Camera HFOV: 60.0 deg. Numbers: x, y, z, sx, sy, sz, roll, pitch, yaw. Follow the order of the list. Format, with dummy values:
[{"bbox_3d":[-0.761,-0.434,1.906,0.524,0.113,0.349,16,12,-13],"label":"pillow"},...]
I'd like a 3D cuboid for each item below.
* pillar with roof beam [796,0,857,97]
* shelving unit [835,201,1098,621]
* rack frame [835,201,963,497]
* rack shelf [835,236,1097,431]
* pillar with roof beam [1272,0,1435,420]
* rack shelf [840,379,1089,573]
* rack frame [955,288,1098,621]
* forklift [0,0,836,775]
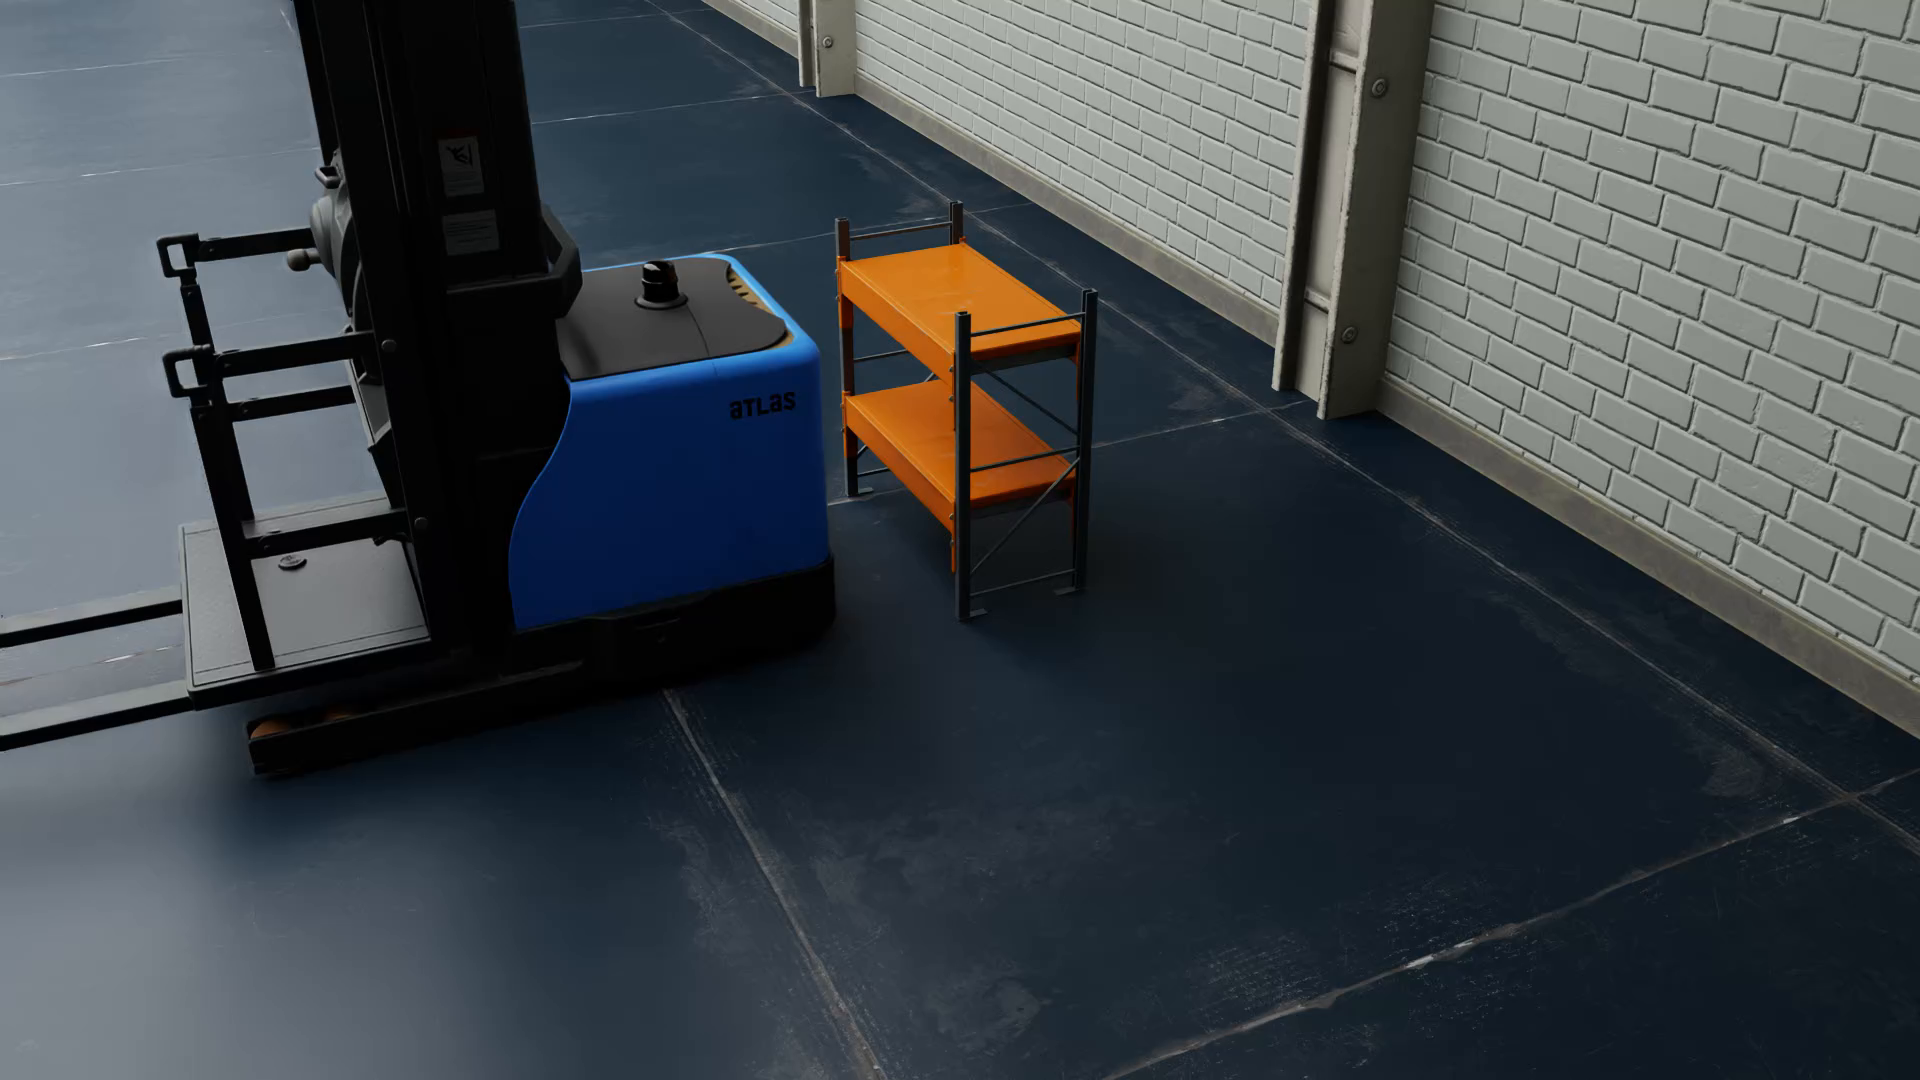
[{"bbox_3d":[-4.842,-6.307,8.296,9.100,9.000,0.400,-13,32,-22],"label":"pillar with roof beam"},{"bbox_3d":[-0.003,-0.494,5.980,0.538,1.125,1.048,-13,32,-22],"label":"shelving unit"},{"bbox_3d":[-0.221,-0.718,6.381,0.500,1.125,0.032,-13,32,-22],"label":"rack frame"},{"bbox_3d":[-0.003,-0.749,5.837,0.538,0.278,1.000,-13,32,-22],"label":"rack shelf"},{"bbox_3d":[-2.266,-3.656,3.570,9.100,9.000,0.400,-13,32,-22],"label":"pillar with roof beam"},{"bbox_3d":[-0.003,-0.280,6.100,0.538,0.278,1.000,-13,32,-22],"label":"rack shelf"},{"bbox_3d":[0.215,-0.269,5.580,0.500,1.125,0.032,-13,32,-22],"label":"rack frame"},{"bbox_3d":[-1.985,-0.868,4.801,3.031,2.935,1.130,-12,31,-21],"label":"forklift"}]
